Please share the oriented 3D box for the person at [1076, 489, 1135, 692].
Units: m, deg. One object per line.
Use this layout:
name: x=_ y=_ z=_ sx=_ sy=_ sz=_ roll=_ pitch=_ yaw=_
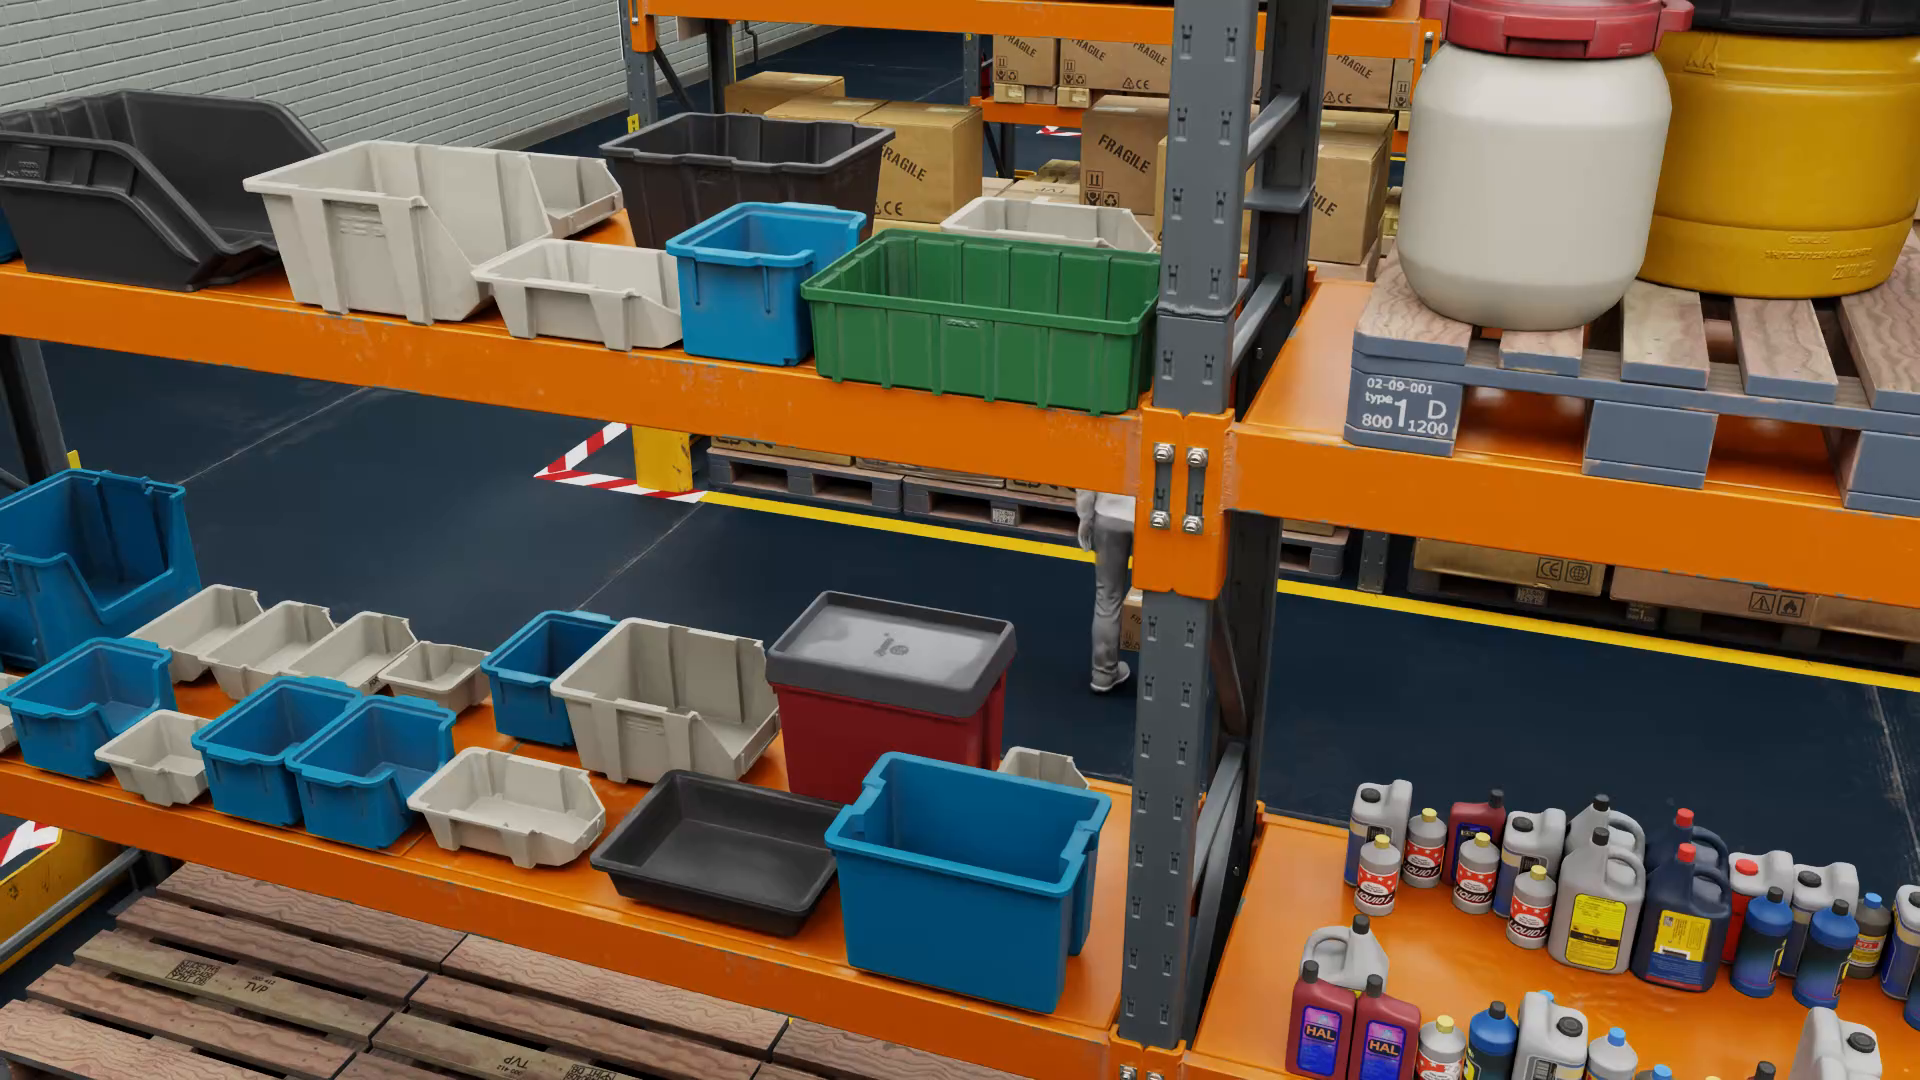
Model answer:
person: x=0.768 y=-0.092 z=7.233 sx=0.516 sy=1.703 sz=0.390 roll=9 pitch=27 yaw=18
